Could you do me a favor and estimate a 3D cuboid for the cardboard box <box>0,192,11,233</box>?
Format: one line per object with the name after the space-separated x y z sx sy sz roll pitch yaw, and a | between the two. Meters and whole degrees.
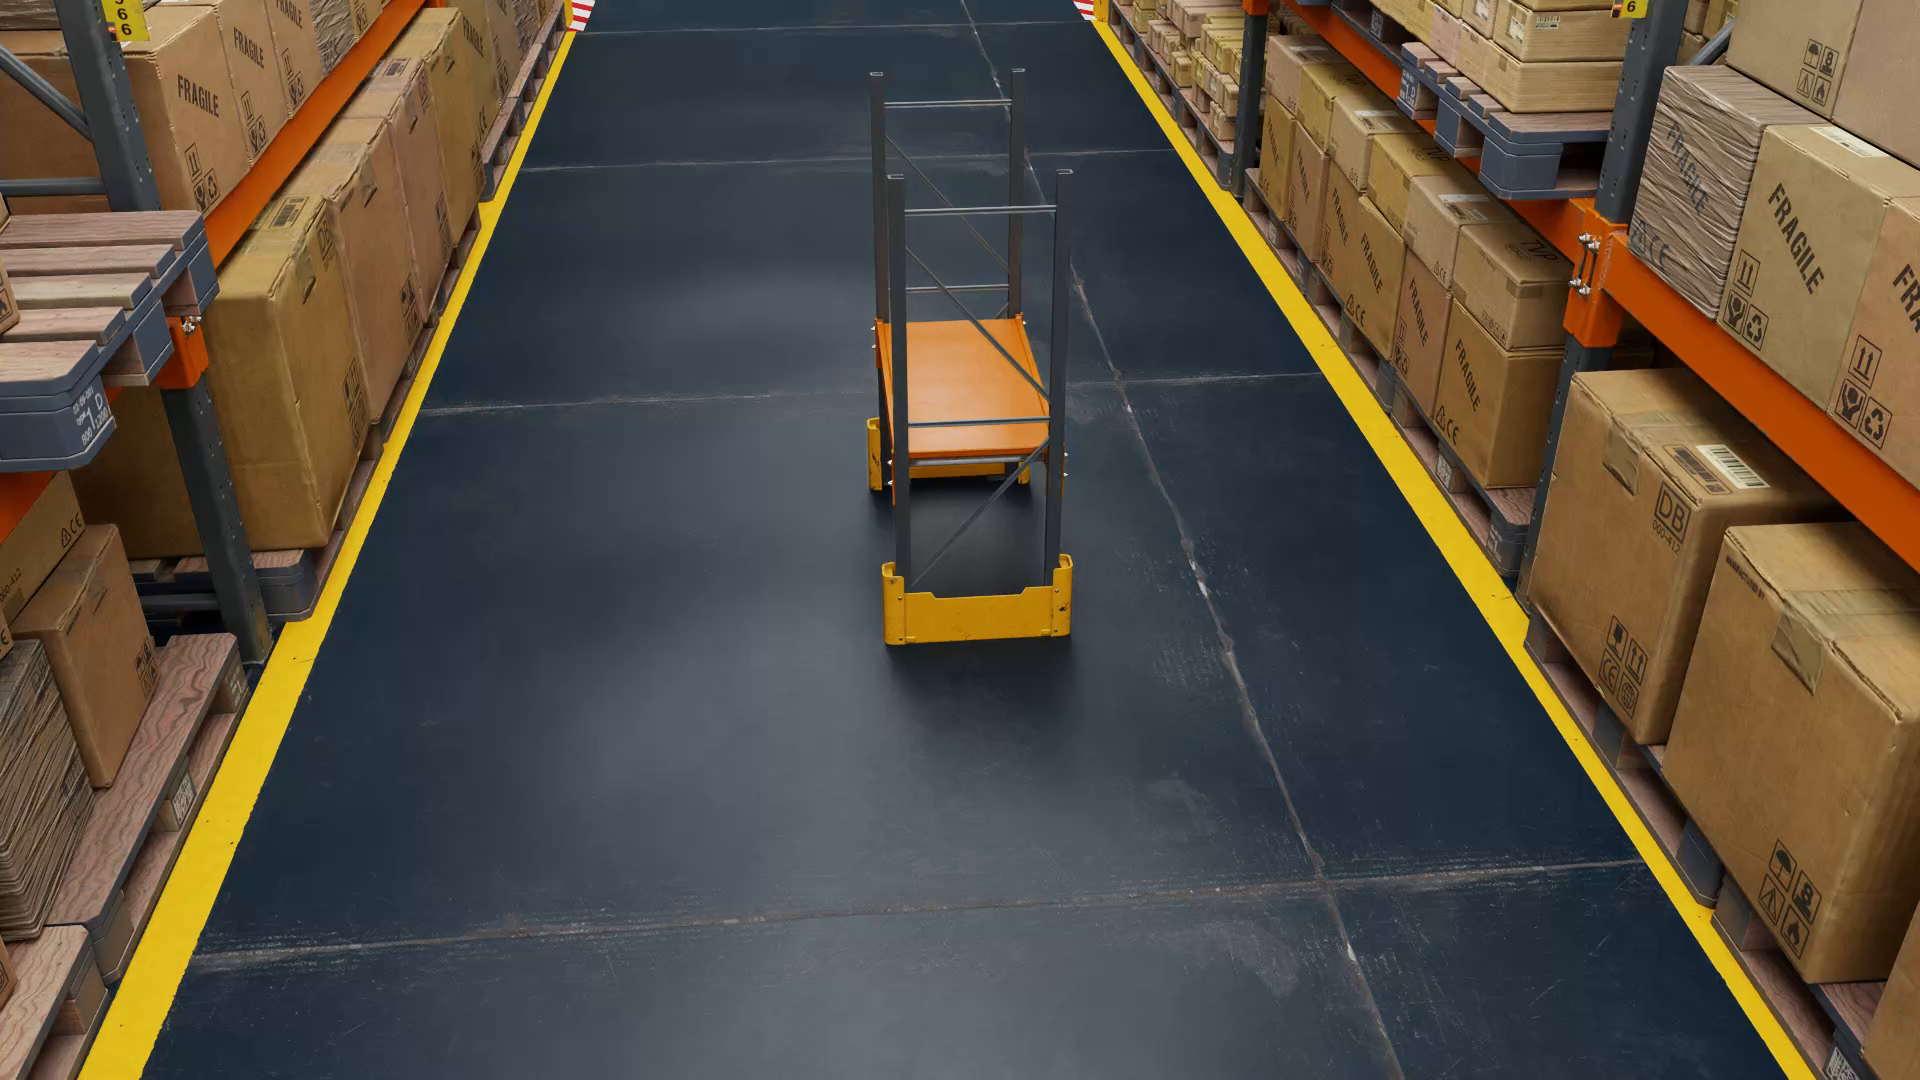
-2.545 -0.855 3.749 0.500 0.500 0.500 -6 31 -11 | cardboard box

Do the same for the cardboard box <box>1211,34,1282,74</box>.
1.583 -2.643 9.040 0.380 0.149 0.250 -2 31 -4 | cardboard box

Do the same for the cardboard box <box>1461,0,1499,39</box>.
1.786 -1.658 5.146 0.380 0.149 0.250 -2 31 -3 | cardboard box

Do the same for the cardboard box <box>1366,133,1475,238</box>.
1.897 -1.374 6.423 0.500 0.250 0.500 -2 31 -3 | cardboard box

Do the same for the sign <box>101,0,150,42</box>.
-2.096 -1.399 4.115 0.100 0.325 0.005 -3 31 -5 | sign

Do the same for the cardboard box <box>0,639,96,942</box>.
-2.488 0.603 3.824 0.700 0.500 0.500 -5 31 -9 | cardboard box

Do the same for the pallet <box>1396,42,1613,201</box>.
2.140 -1.368 5.302 1.213 0.211 1.003 -3 31 -5 | pallet

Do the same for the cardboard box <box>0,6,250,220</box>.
-2.410 -1.209 4.752 0.500 0.500 0.500 -2 31 -3 | cardboard box

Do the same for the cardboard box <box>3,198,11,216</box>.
-2.928 -1.188 4.717 0.500 0.500 0.500 -2 31 -3 | cardboard box

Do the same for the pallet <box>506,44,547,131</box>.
-3.119 -2.767 10.176 1.003 0.211 1.213 -3 31 -5 | pallet

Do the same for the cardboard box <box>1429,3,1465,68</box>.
1.763 -1.652 5.425 0.380 0.149 0.250 -2 31 -4 | cardboard box

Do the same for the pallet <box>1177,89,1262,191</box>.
1.841 -2.277 9.357 1.003 0.211 1.213 -3 31 -5 | pallet

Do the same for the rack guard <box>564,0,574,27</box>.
-3.385 -3.929 11.840 1.175 0.500 0.348 -3 31 -5 | rack guard

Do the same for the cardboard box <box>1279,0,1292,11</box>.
2.084 -3.067 9.750 0.380 0.149 0.250 -2 31 -4 | cardboard box

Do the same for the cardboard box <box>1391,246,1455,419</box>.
1.946 -0.787 6.171 0.500 0.500 0.500 -2 31 -3 | cardboard box

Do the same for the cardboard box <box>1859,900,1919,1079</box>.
2.452 0.931 3.050 1.050 0.750 0.750 -3 31 -5 | cardboard box

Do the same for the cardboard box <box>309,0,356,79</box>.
-2.557 -1.989 6.058 0.500 0.500 0.500 -3 31 -4 | cardboard box

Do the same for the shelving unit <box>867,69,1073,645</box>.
0.007 -0.605 5.300 0.587 1.500 1.083 -3 31 -5 | shelving unit

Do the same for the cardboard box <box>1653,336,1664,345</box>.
2.489 -0.884 5.602 0.500 0.250 0.500 -4 31 -7 | cardboard box

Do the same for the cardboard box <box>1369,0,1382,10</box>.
1.694 -2.049 6.090 0.380 0.149 0.250 -2 31 -3 | cardboard box

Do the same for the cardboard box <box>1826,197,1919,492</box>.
2.182 -0.375 3.355 0.500 0.500 0.500 -3 31 -5 | cardboard box

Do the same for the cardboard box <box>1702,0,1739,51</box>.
2.467 -1.548 4.961 0.380 0.149 0.250 -1 31 -2 | cardboard box

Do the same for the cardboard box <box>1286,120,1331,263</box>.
1.795 -1.581 7.499 0.500 0.500 0.500 -1 31 -2 | cardboard box

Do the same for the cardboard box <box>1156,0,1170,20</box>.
1.474 -3.450 10.681 0.380 0.149 0.250 -4 31 -7 | cardboard box

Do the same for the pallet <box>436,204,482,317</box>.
-2.862 -1.360 7.821 1.003 0.211 1.213 -3 31 -5 | pallet

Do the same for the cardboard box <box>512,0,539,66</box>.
-3.158 -3.470 10.297 0.875 0.875 0.875 -3 31 -5 | cardboard box

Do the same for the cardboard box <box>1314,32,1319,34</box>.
2.146 -2.674 9.093 0.380 0.149 0.250 -1 31 -2 | cardboard box

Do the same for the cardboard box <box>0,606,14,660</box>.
-2.483 0.268 3.653 0.500 0.250 0.500 1 31 1 | cardboard box

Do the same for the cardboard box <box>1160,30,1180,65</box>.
1.453 -3.060 10.319 0.380 0.149 0.250 -3 31 -5 | cardboard box

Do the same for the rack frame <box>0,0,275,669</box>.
-2.635 -0.905 4.340 1.000 3.000 0.127 -3 31 -5 | rack frame

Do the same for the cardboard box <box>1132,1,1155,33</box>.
1.346 -3.457 10.983 0.380 0.149 0.250 -2 31 -4 | cardboard box

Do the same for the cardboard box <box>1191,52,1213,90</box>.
1.512 -2.637 9.320 0.380 0.149 0.250 -4 31 -6 | cardboard box

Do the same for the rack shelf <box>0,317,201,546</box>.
-2.449 0.425 2.815 1.077 0.370 4.000 -3 31 -5 | rack shelf

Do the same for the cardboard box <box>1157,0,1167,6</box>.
1.418 -3.433 10.362 0.380 0.149 0.250 -2 31 -4 | cardboard box

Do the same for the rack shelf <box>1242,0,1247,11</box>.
1.752 -3.846 9.965 1.077 0.370 4.000 -3 31 -5 | rack shelf

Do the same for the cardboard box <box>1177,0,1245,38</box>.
1.489 -3.040 9.704 0.380 0.149 0.250 -4 31 -7 | cardboard box

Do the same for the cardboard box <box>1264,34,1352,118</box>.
1.744 -2.173 7.759 0.500 0.250 0.500 -4 31 -7 | cardboard box

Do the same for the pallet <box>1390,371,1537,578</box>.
2.241 -0.293 6.035 1.003 0.211 1.213 -3 31 -5 | pallet

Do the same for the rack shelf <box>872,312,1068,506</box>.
0.008 -0.446 5.385 0.538 0.185 1.000 -3 31 -5 | rack shelf

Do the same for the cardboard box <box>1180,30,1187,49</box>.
1.538 -3.036 9.989 0.380 0.149 0.250 -4 31 -7 | cardboard box

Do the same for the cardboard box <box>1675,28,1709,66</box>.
2.446 -1.539 5.236 0.380 0.149 0.250 -1 31 -2 | cardboard box

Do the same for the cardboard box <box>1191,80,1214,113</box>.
1.533 -2.542 9.452 0.380 0.149 0.250 -4 31 -6 | cardboard box

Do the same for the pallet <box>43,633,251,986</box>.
-2.564 0.691 4.387 1.003 0.211 1.213 -3 31 -5 | pallet

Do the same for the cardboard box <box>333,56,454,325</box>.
-2.845 -1.434 6.887 1.225 0.875 0.875 -4 31 -6 | cardboard box
